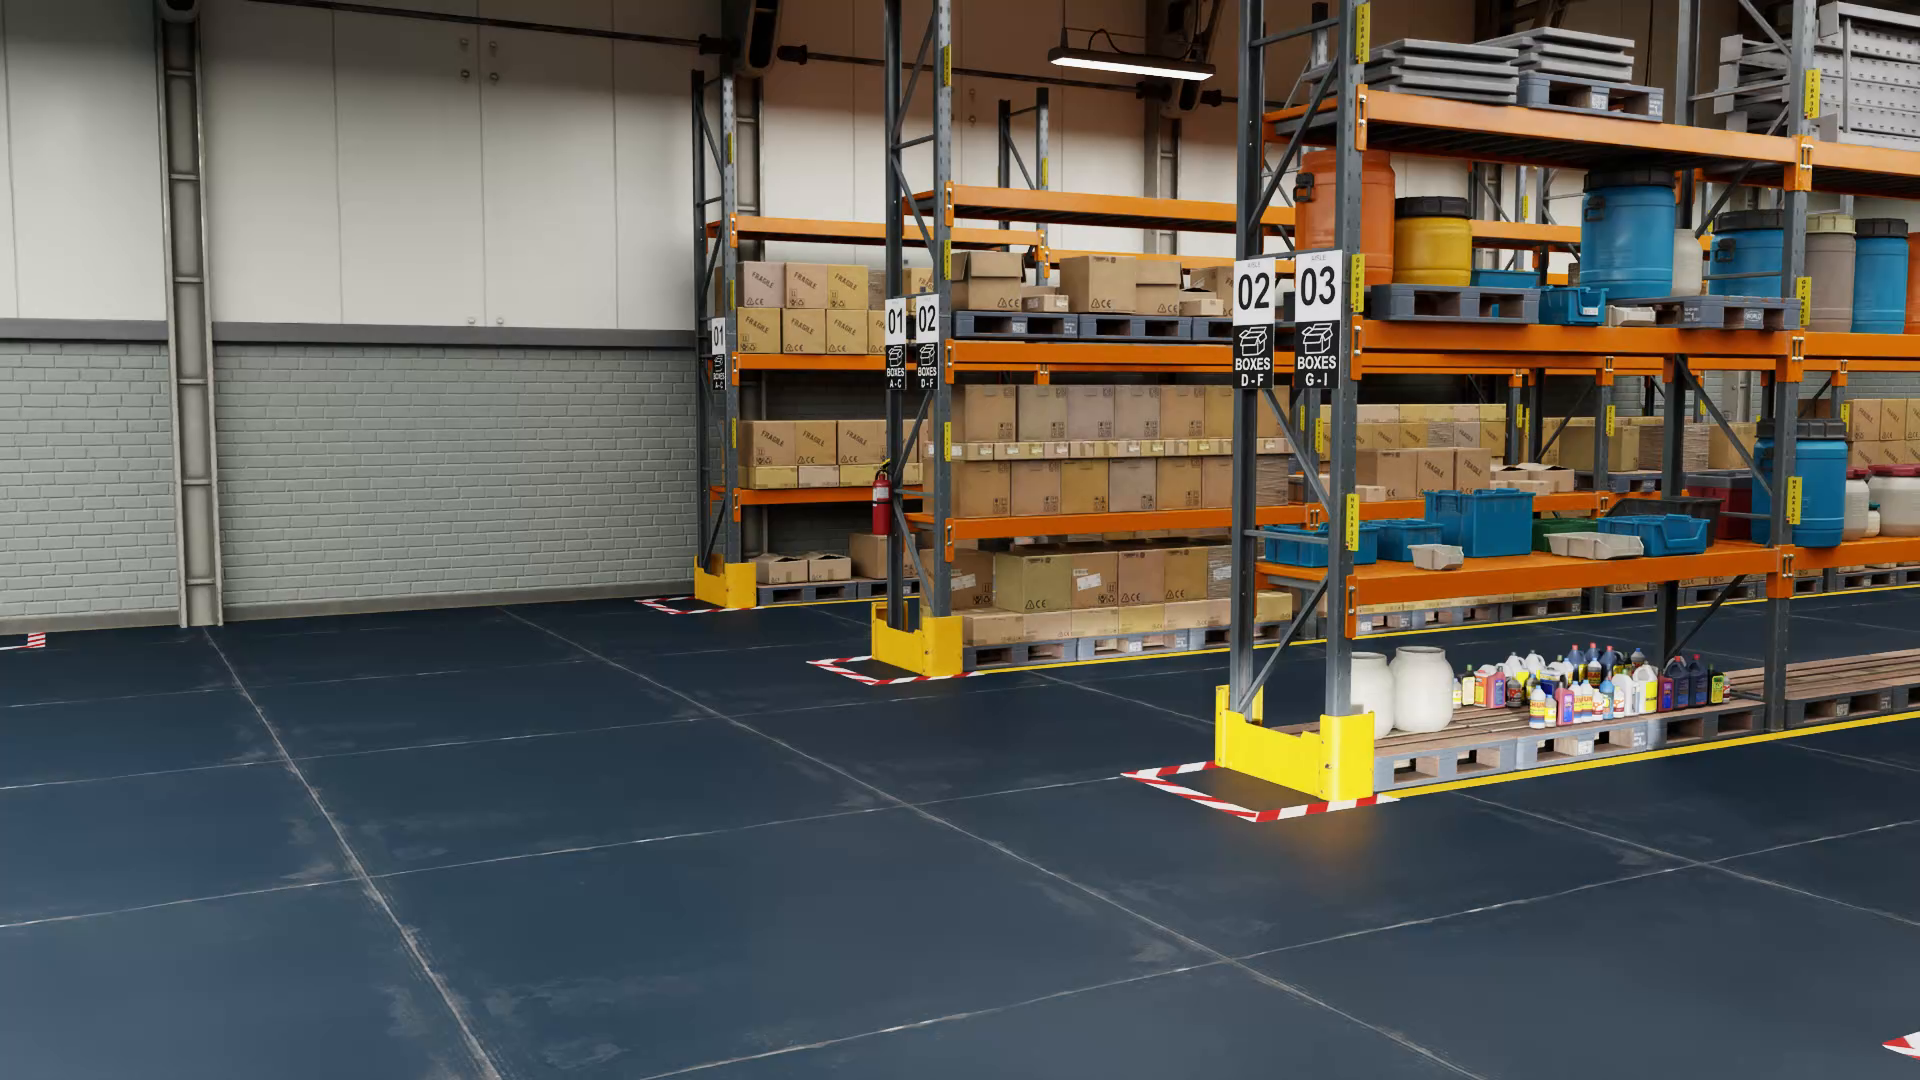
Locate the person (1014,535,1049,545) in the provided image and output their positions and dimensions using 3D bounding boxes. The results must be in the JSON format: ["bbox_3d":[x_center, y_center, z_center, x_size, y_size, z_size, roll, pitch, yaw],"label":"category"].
[{"bbox_3d":[0.749,-0.041,17.757,0.554,1.670,0.595,-4,6,-38],"label":"person"}]
